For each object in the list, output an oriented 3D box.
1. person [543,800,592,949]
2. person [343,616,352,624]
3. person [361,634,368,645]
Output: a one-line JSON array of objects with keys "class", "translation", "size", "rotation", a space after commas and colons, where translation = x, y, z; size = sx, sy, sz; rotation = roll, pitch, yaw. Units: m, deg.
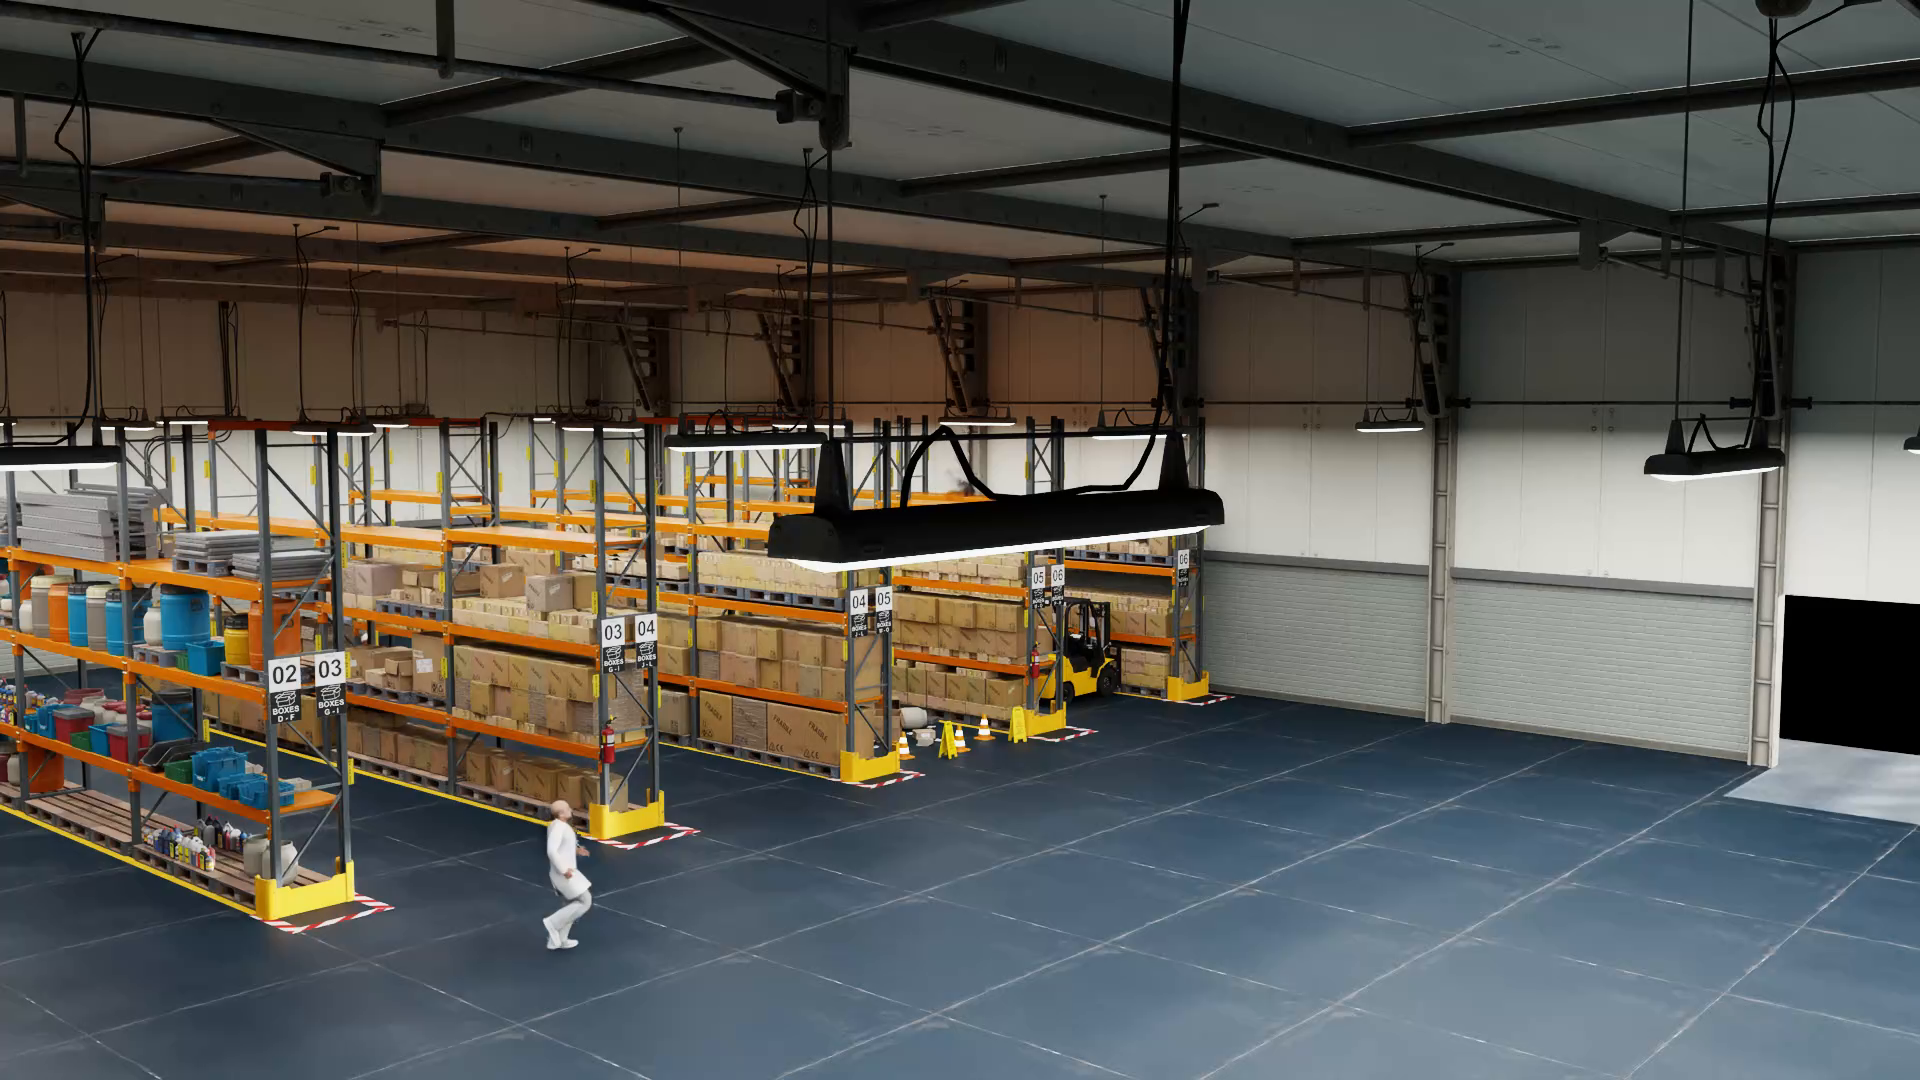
[{"class": "person", "translation": [-4.548, 3.957, 19.213], "size": [0.572, 1.548, 0.775], "rotation": [-2, 5, -19]}, {"class": "person", "translation": [-14.497, 2.257, 39.297], "size": [0.593, 1.604, 0.554], "rotation": [1, 5, 12]}, {"class": "person", "translation": [-11.562, 2.722, 32.512], "size": [0.939, 1.780, 0.649], "rotation": [4, 6, 39]}]
